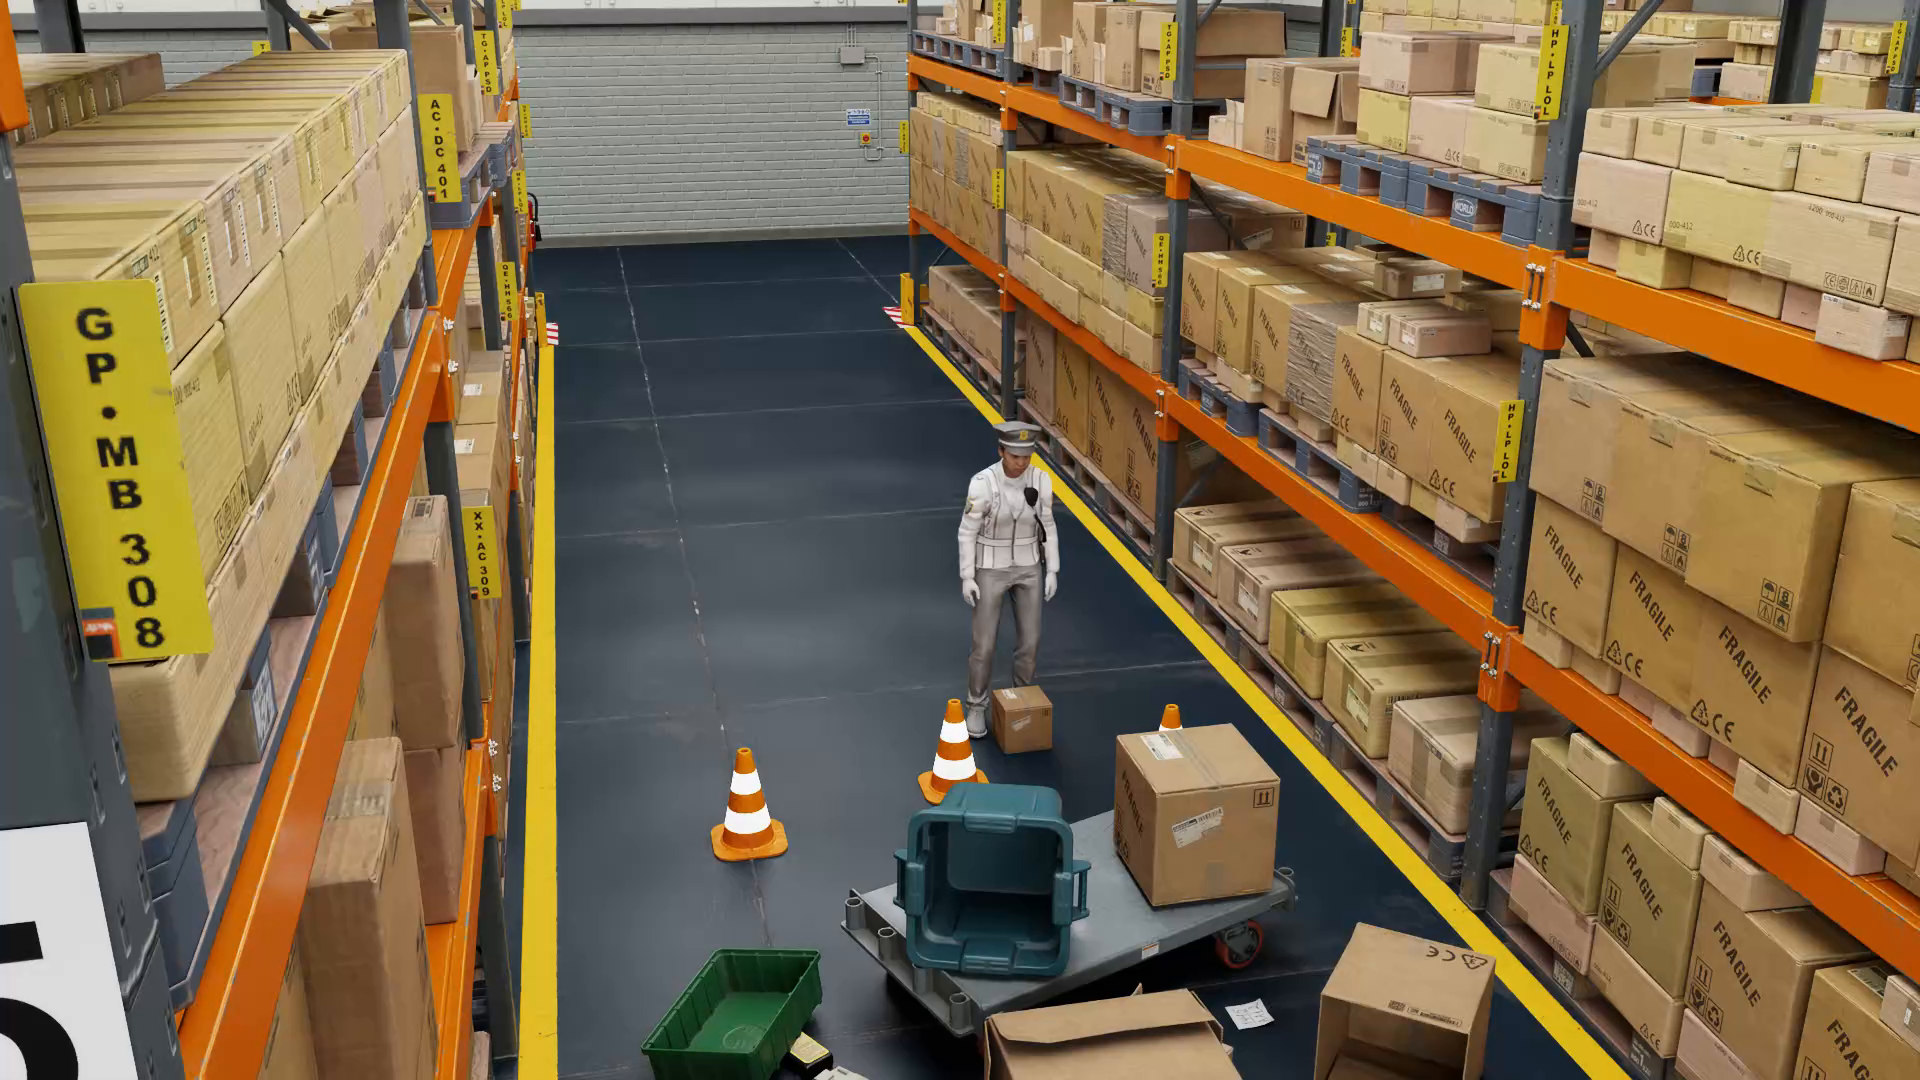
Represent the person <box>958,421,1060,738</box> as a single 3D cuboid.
[{"bbox_3d":[0.254,0.184,8.554,0.529,1.663,0.372,-4,20,-12],"label":"person"}]
